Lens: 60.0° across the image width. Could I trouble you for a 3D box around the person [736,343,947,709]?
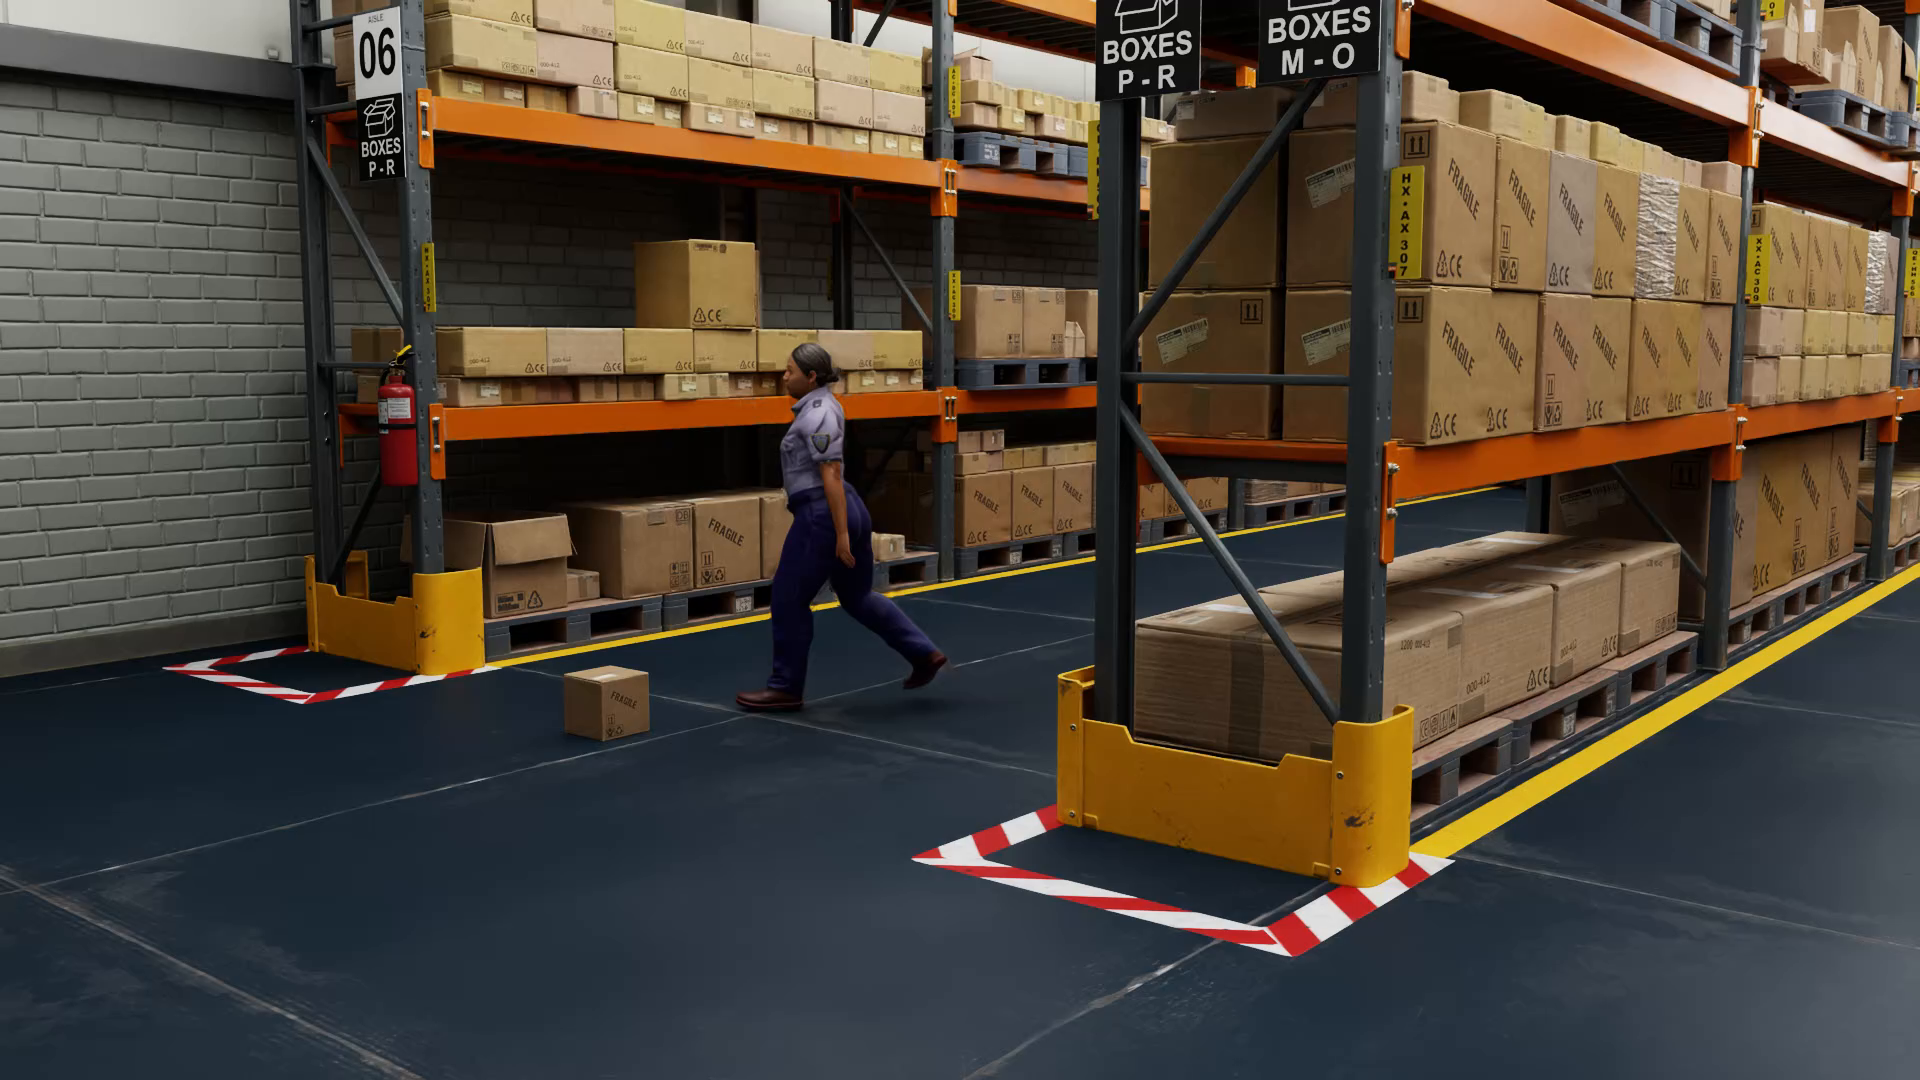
[{"bbox_3d":[-0.528,-0.063,7.343,0.921,1.606,0.536,1,7,8],"label":"person"}]
